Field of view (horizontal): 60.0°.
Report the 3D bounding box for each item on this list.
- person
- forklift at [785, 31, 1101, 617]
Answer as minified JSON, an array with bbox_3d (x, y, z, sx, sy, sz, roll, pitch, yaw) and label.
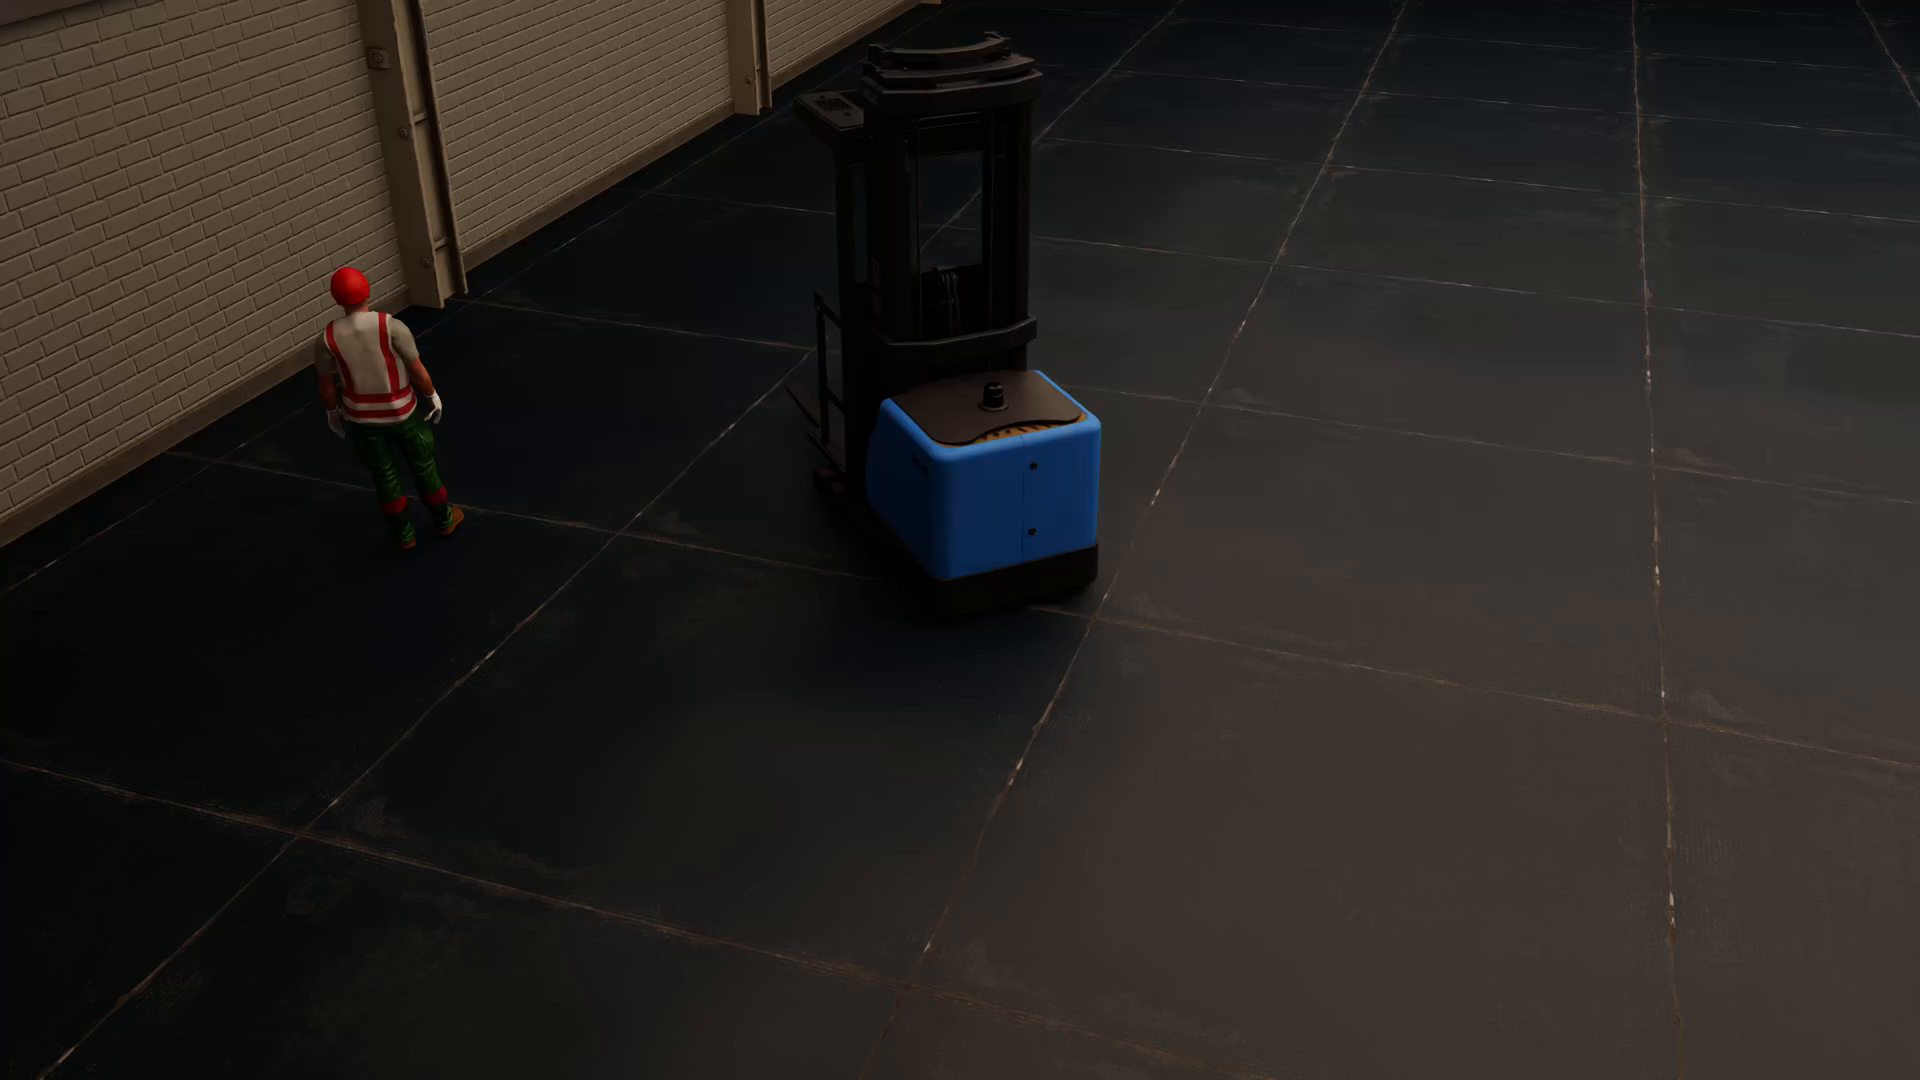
[{"bbox_3d":[-3.335,-0.781,9.646,0.638,1.787,0.566,-6,30,-10],"label":"person"},{"bbox_3d":[-0.282,-1.556,9.866,1.130,2.935,3.031,-13,32,-21],"label":"forklift"}]
